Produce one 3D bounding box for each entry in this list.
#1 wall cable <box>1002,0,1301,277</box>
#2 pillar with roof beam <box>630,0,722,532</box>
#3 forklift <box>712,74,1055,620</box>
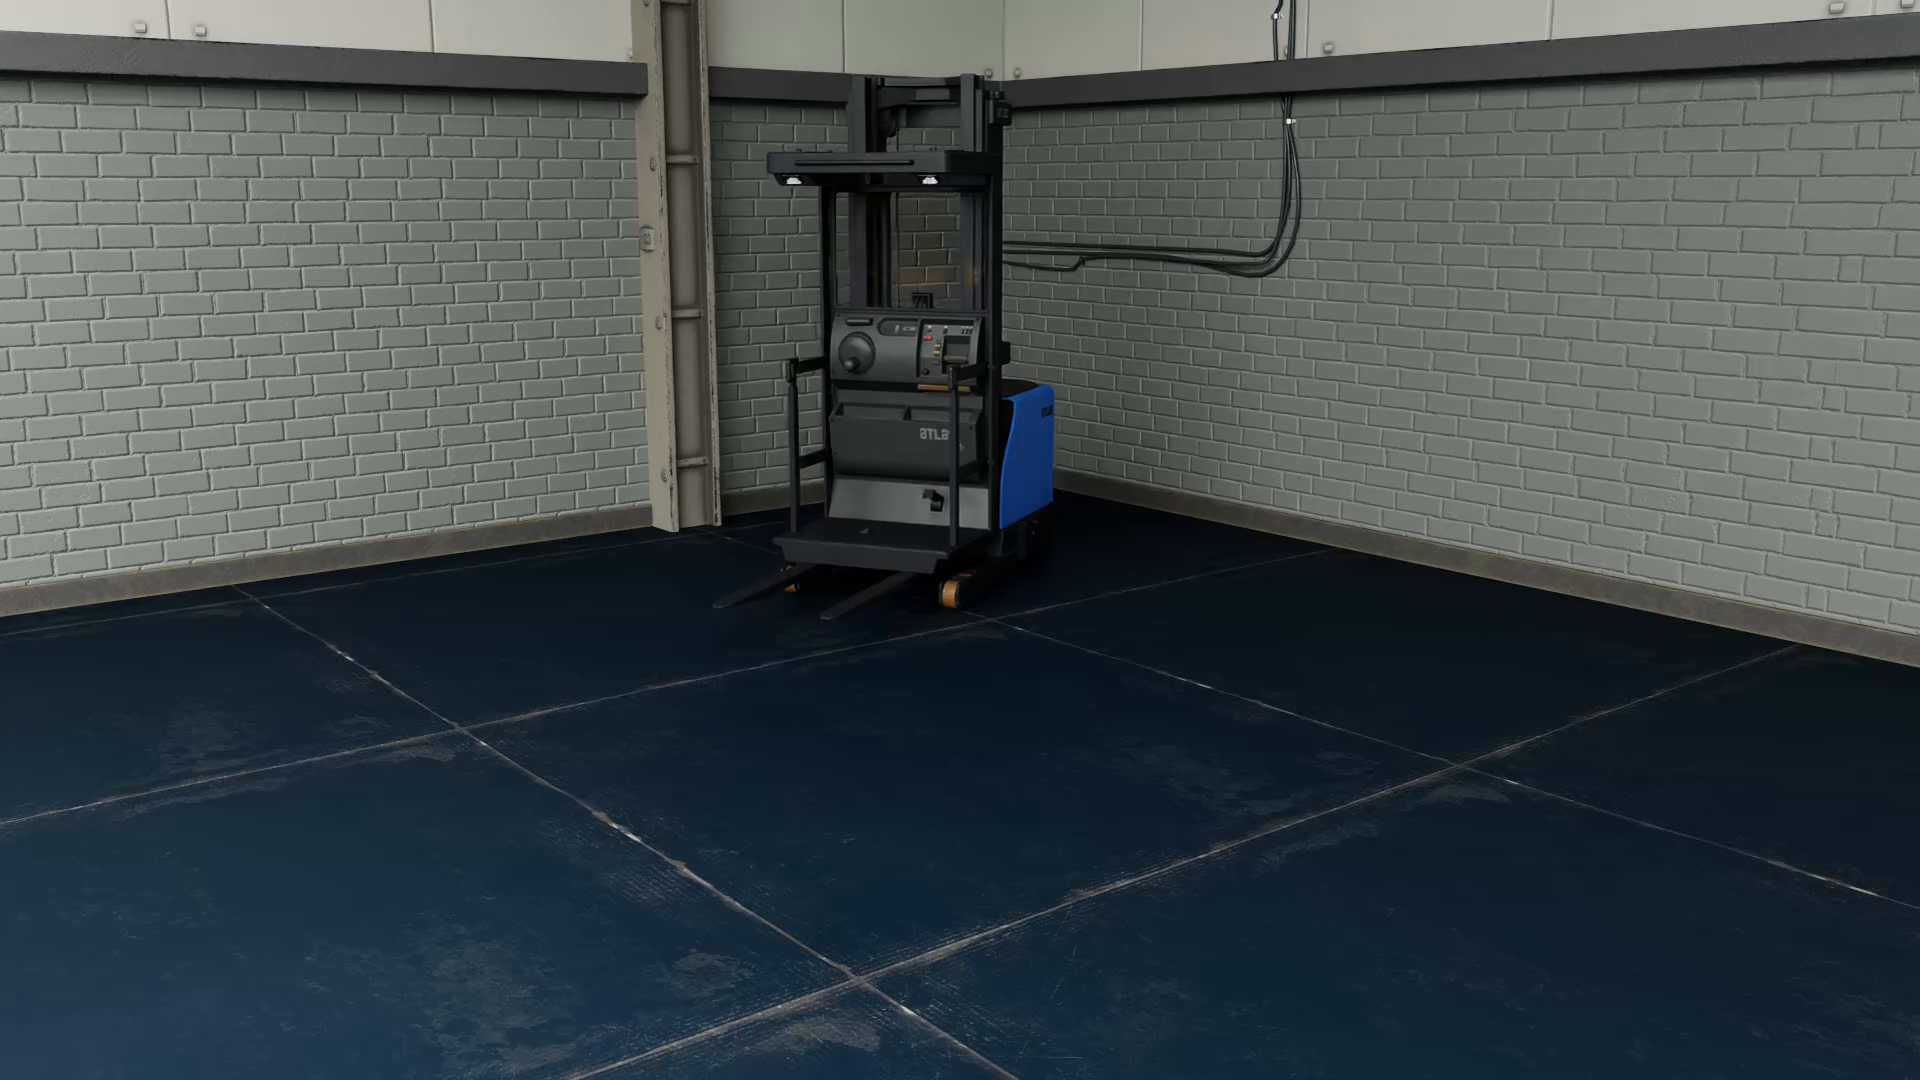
[{"bbox_3d":[1.216,-3.155,11.796,0.112,2.526,3.097,-9,15,-38],"label":"wall cable"},{"bbox_3d":[0.779,-3.808,7.395,0.400,9.000,9.100,-9,15,-38],"label":"pillar with roof beam"},{"bbox_3d":[-0.394,-1.144,9.459,1.130,2.935,3.031,5,13,21],"label":"forklift"}]
